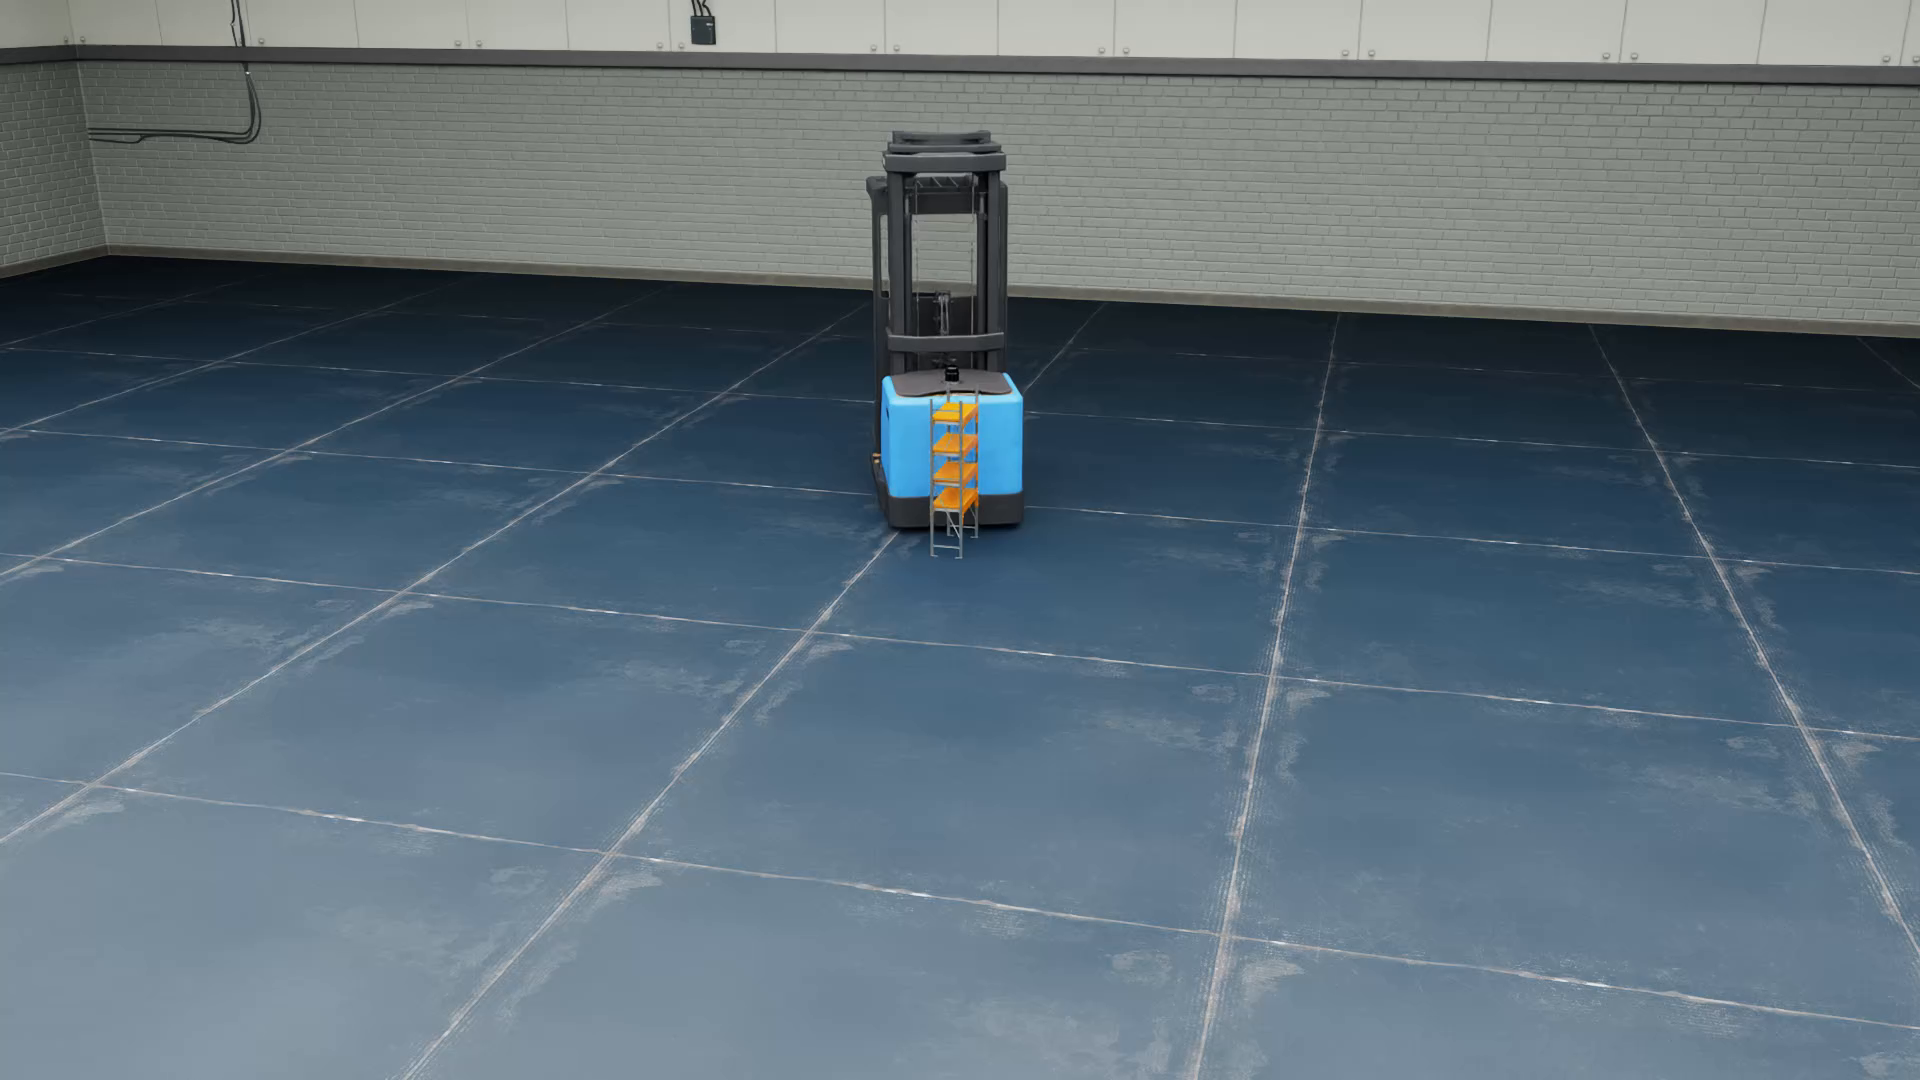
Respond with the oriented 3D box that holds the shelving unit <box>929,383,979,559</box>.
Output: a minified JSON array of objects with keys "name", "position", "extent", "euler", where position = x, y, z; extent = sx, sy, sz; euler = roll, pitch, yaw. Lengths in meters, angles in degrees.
[{"name":"shelving unit","position":[-0.040,-0.515,12.340],"extent":[0.258,1.200,0.503],"euler":[5,19,13]}]

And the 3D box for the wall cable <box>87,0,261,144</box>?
[{"name":"wall cable","position":[-11.645,-7.037,24.172],"extent":[3.097,2.526,0.112],"euler":[5,19,13]}]

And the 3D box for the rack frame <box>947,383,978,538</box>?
[{"name":"rack frame","position":[0.019,-0.592,12.564],"extent":[0.240,1.200,0.015],"euler":[5,19,13]}]

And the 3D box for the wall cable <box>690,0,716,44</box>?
[{"name":"wall cable","position":[-2.443,-9.361,20.911],"extent":[2.305,6.003,0.169],"euler":[5,19,13]}]

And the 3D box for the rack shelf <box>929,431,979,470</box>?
[{"name":"rack shelf","position":[-0.040,-0.664,12.290],"extent":[0.258,0.148,0.480],"euler":[5,19,13]}]

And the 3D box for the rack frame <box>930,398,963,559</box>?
[{"name":"rack frame","position":[-0.100,-0.439,12.116],"extent":[0.240,1.200,0.015],"euler":[5,19,13]}]

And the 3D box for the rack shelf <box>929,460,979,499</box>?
[{"name":"rack shelf","position":[-0.040,-0.452,12.362],"extent":[0.258,0.148,0.480],"euler":[5,19,13]}]

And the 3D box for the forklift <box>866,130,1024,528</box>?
[{"name":"forklift","position":[-0.190,-1.916,13.762],"extent":[1.130,2.935,3.031],"euler":[-2,19,-6]}]

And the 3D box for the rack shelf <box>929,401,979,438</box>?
[{"name":"rack shelf","position":[-0.040,-0.887,12.213],"extent":[0.258,0.148,0.480],"euler":[5,19,13]}]

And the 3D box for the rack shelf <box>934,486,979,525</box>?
[{"name":"rack shelf","position":[-0.040,-0.264,12.426],"extent":[0.258,0.148,0.480],"euler":[5,19,13]}]
